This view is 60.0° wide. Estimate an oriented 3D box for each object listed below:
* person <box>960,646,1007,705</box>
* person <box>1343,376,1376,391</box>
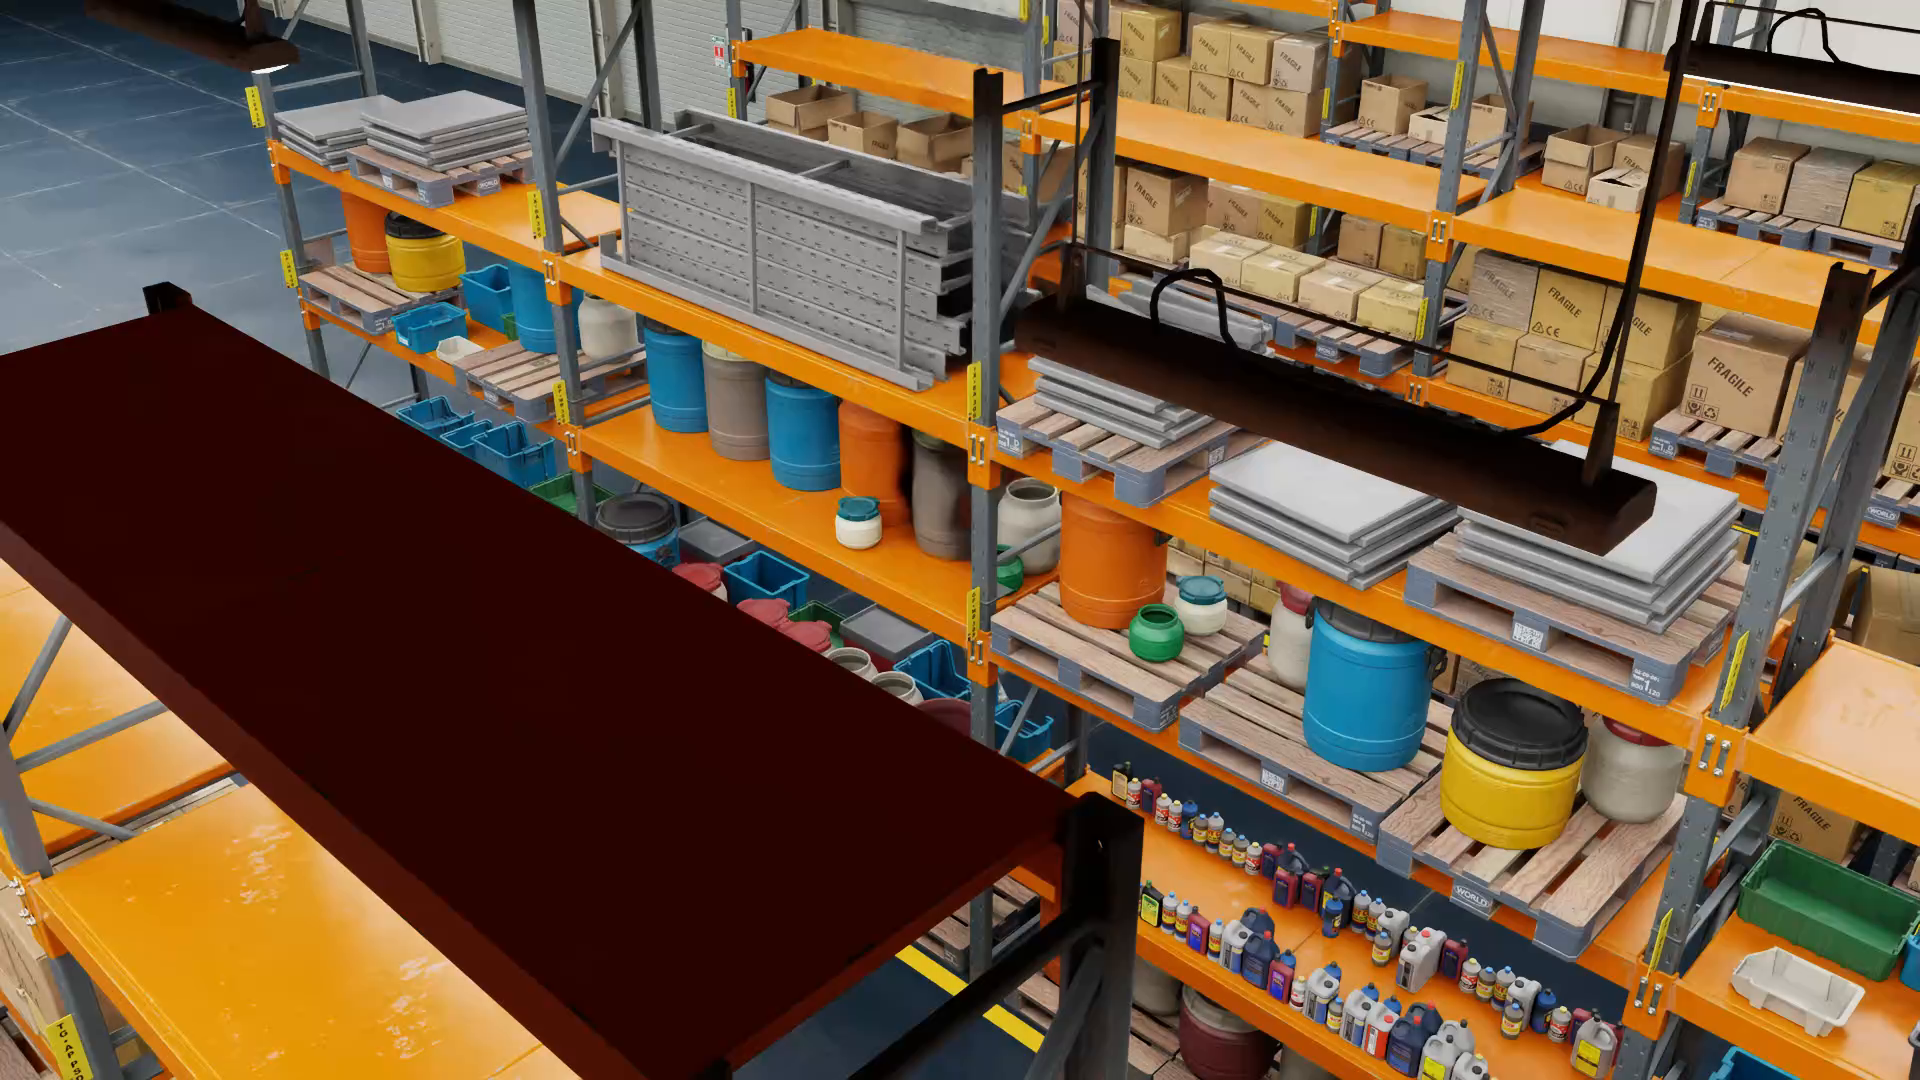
[{"bbox_3d":[0.090,0.507,13.517,0.739,1.739,0.654,18,34,29],"label":"person"},{"bbox_3d":[3.963,-1.132,16.485,0.889,1.750,0.610,23,37,34],"label":"person"}]
